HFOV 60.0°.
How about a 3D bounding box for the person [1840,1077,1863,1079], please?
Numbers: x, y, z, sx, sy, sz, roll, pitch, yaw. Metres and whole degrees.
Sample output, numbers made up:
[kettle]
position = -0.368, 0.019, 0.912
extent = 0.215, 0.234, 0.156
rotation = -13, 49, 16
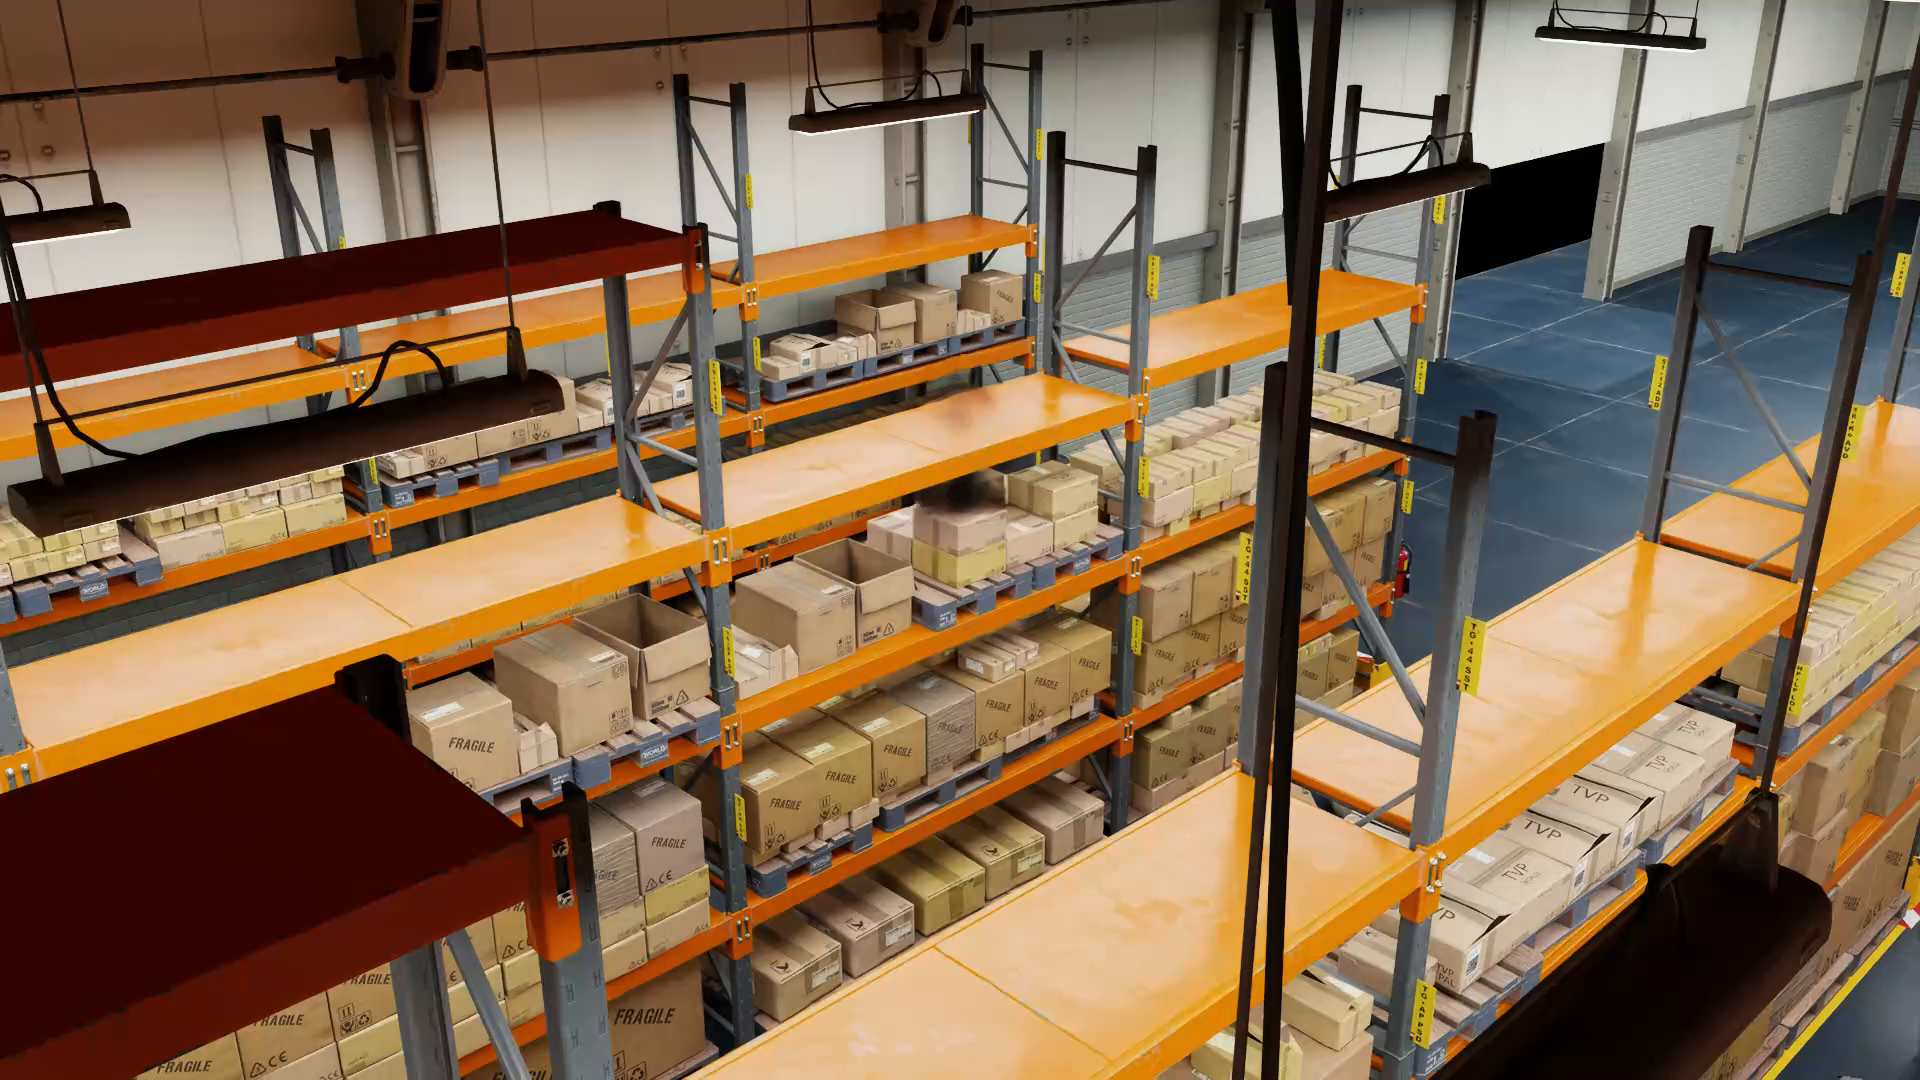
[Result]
[person]
position = 5.000, 3.784, 9.528
extent = 0.625, 1.655, 0.767
rotation = 18, 29, 38
